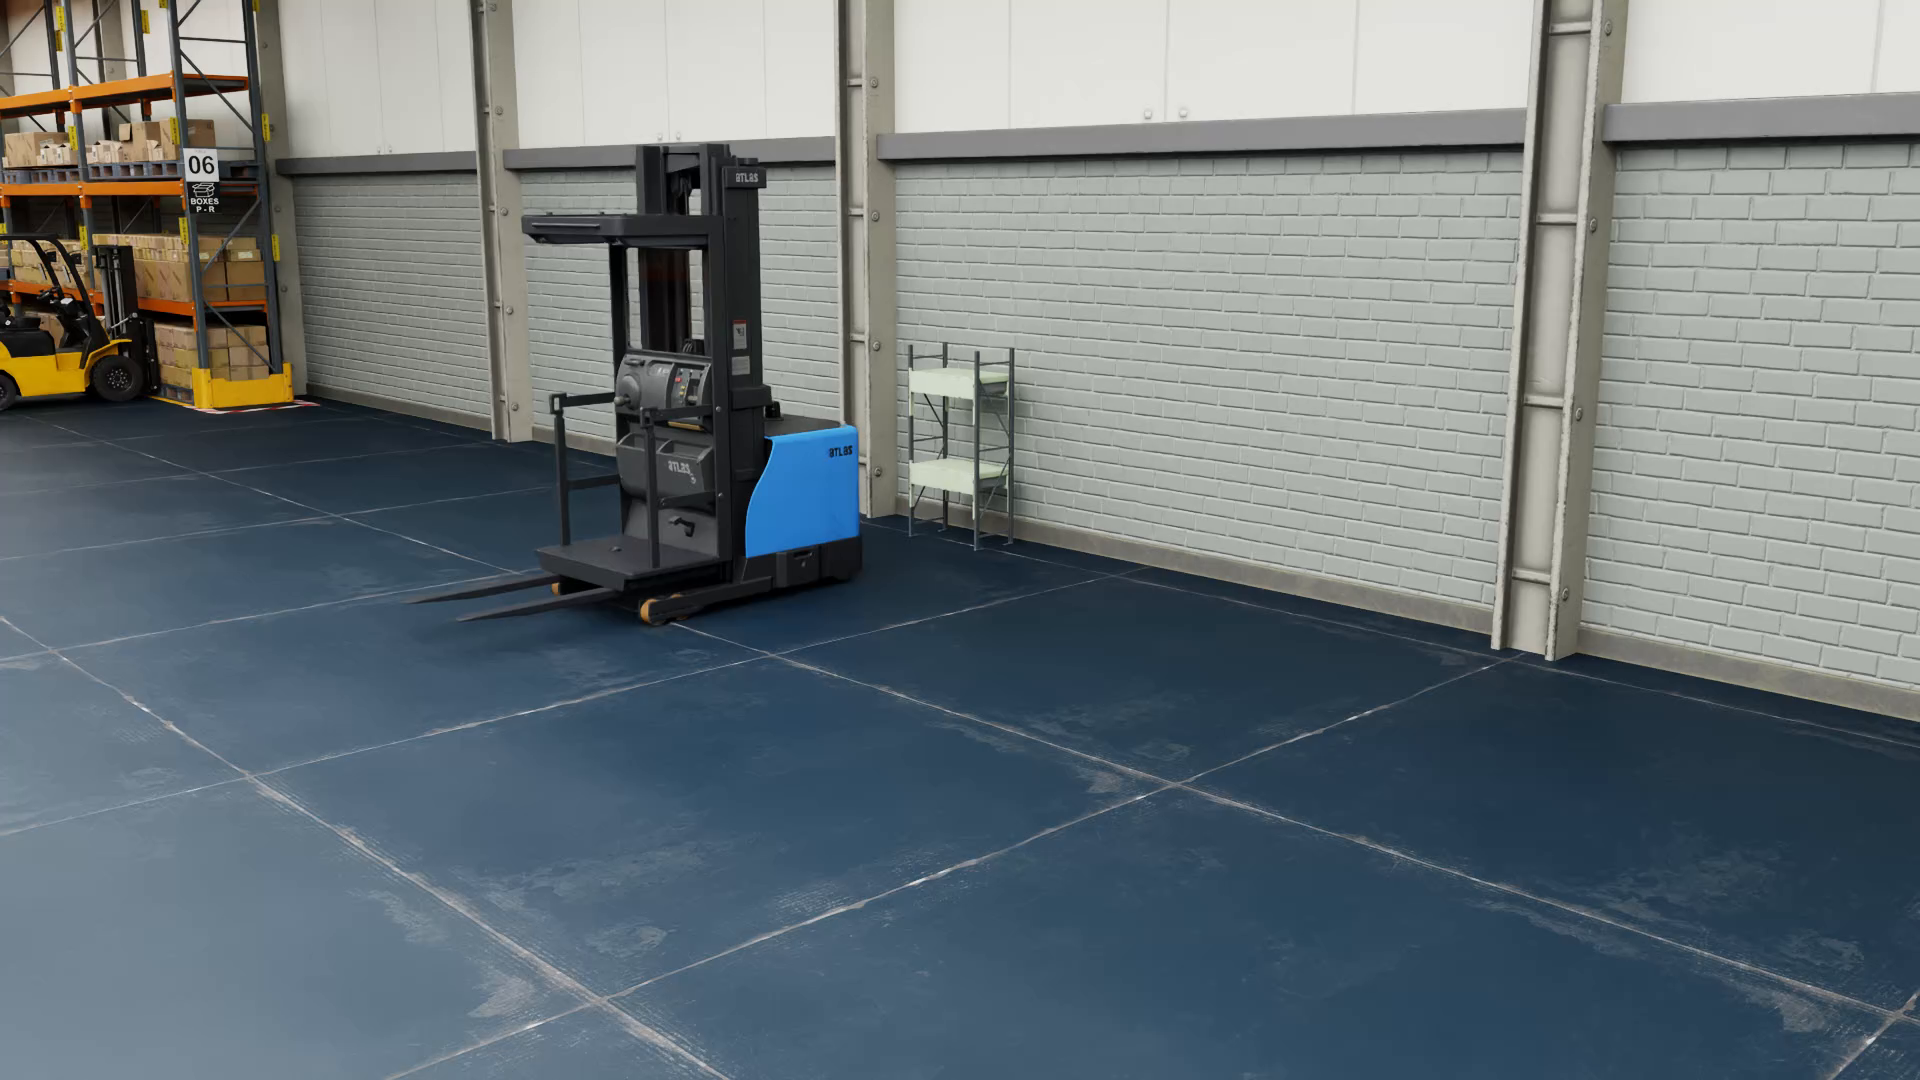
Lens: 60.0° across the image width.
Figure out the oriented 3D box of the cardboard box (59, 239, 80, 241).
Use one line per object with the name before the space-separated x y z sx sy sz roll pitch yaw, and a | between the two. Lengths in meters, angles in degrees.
cardboard box | -14.115 -4.717 26.516 0.380 0.149 0.250 -10 16 -41

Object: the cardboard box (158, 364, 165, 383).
cardboard box | -10.451 -2.256 22.201 0.500 0.250 0.500 -11 16 -42

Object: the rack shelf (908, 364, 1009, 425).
rack shelf | 0.005 -1.116 12.677 0.431 0.370 0.720 -11 16 -43

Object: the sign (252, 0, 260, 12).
sign | -8.817 -6.774 20.783 0.100 0.325 0.005 -11 16 -43

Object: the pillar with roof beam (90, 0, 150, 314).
pillar with roof beam | -16.308 -6.666 22.964 9.100 9.000 0.400 -11 16 -43

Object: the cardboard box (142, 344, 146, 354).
cardboard box | -10.838 -2.576 22.517 0.500 0.250 0.500 -11 16 -43

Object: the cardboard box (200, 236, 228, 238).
cardboard box | -9.809 -3.933 21.976 0.380 0.149 0.250 -11 16 -42

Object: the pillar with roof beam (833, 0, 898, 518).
pillar with roof beam | -3.878 -4.039 10.213 9.100 9.000 0.400 -11 16 -43

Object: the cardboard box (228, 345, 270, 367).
cardboard box | -9.397 -2.426 21.786 0.500 0.250 0.500 -11 16 -42

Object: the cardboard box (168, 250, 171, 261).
cardboard box | -9.997 -3.682 21.495 0.380 0.149 0.250 -11 16 -42

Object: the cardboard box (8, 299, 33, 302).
cardboard box | -16.340 -4.108 28.963 0.380 0.149 0.250 -10 16 -41

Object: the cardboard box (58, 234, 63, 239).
cardboard box | -14.989 -4.743 27.213 0.500 0.500 0.500 -10 15 -40

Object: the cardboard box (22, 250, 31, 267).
cardboard box | -14.272 -4.391 25.924 0.500 0.250 0.500 -10 15 -41

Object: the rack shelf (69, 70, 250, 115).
rack shelf | -10.604 -5.906 22.052 1.077 0.370 4.000 -11 16 -43

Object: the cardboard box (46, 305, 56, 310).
cardboard box | -14.882 -3.810 27.519 0.380 0.149 0.250 -10 15 -40

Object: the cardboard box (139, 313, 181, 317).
cardboard box | -11.505 -3.112 23.878 0.500 0.250 0.500 -10 16 -41

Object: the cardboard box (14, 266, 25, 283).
cardboard box | -14.617 -4.220 26.330 0.500 0.250 0.500 -11 16 -42

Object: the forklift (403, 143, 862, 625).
forklift | -2.065 -1.021 10.602 1.130 2.935 3.031 11 16 43

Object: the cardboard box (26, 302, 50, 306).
cardboard box | -15.612 -3.962 28.255 0.380 0.149 0.250 -11 16 -44

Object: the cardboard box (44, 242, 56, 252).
cardboard box | -13.524 -4.404 24.998 0.250 0.149 0.380 11 16 44

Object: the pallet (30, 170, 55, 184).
pallet | -13.439 -5.519 25.301 1.003 0.211 1.213 -10 15 -40

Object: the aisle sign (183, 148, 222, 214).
aisle sign | -9.389 -4.447 20.620 0.394 0.787 0.004 -11 16 -43

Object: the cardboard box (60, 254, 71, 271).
cardboard box | -12.869 -4.090 24.460 0.500 0.250 0.500 11 16 44

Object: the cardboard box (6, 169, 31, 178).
cardboard box | -15.277 -5.829 26.707 0.500 0.250 0.500 11 16 43

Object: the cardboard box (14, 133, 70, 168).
cardboard box | -14.002 -5.965 25.462 0.700 0.500 0.500 -11 16 -44

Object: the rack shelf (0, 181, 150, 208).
rack shelf | -13.366 -5.217 25.148 1.077 0.370 4.000 -11 16 -43

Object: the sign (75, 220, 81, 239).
sign | -14.348 -5.037 27.056 0.100 0.325 0.005 -11 16 -43

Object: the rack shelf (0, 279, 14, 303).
rack shelf | -16.128 -4.331 28.284 1.077 0.370 4.000 -11 16 -43

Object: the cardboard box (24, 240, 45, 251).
cardboard box | -14.359 -4.598 25.941 0.380 0.149 0.250 -10 16 -41

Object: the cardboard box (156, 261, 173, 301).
cardboard box | -10.104 -3.385 21.663 0.500 0.500 0.500 -10 15 -41

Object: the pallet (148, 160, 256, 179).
pallet | -9.692 -4.757 21.352 1.003 0.211 1.213 -11 16 -43

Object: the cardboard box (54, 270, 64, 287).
cardboard box | -13.194 -3.921 24.881 0.500 0.250 0.500 -11 16 -42

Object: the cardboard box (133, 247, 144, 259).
cardboard box | -10.901 -3.863 22.373 0.380 0.149 0.250 -11 16 -44

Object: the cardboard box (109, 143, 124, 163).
cardboard box | -11.179 -5.207 22.363 0.258 0.266 0.396 11 16 44

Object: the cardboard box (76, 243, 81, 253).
cardboard box | -12.703 -4.272 24.357 0.380 0.149 0.250 -11 16 -43

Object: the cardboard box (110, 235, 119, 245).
cardboard box | -11.447 -4.119 22.879 0.380 0.149 0.250 -10 16 -41

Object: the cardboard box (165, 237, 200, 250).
cardboard box | -10.015 -3.826 21.454 0.380 0.149 0.250 -10 16 -41

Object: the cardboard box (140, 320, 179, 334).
cardboard box | -10.823 -2.818 22.450 0.500 0.250 0.500 -11 16 -44

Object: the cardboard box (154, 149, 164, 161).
cardboard box | -10.014 -4.904 21.180 0.250 0.149 0.380 11 16 44

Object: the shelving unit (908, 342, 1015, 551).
shelving unit | 0.005 -0.734 12.755 0.431 1.500 0.755 -11 16 -43

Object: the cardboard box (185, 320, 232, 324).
cardboard box | -10.103 -2.816 22.443 0.500 0.250 0.500 -11 16 -43

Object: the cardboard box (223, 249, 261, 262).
cardboard box | -9.269 -3.677 21.468 0.250 0.149 0.380 11 16 44

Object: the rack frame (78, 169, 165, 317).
rack frame | -11.985 -3.808 23.961 1.000 3.000 0.127 -11 16 -43

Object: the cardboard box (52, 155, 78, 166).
cardboard box | -12.964 -5.527 24.205 0.380 0.149 0.250 -11 16 -43

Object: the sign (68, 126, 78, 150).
sign | -12.370 -5.608 23.201 0.100 0.325 0.005 -11 16 -43

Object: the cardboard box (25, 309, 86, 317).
cardboard box | -14.326 -3.341 26.541 0.875 0.625 0.625 -10 15 -41

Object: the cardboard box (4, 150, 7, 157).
cardboard box | -15.199 -6.137 26.480 0.380 0.149 0.250 -10 15 -41
